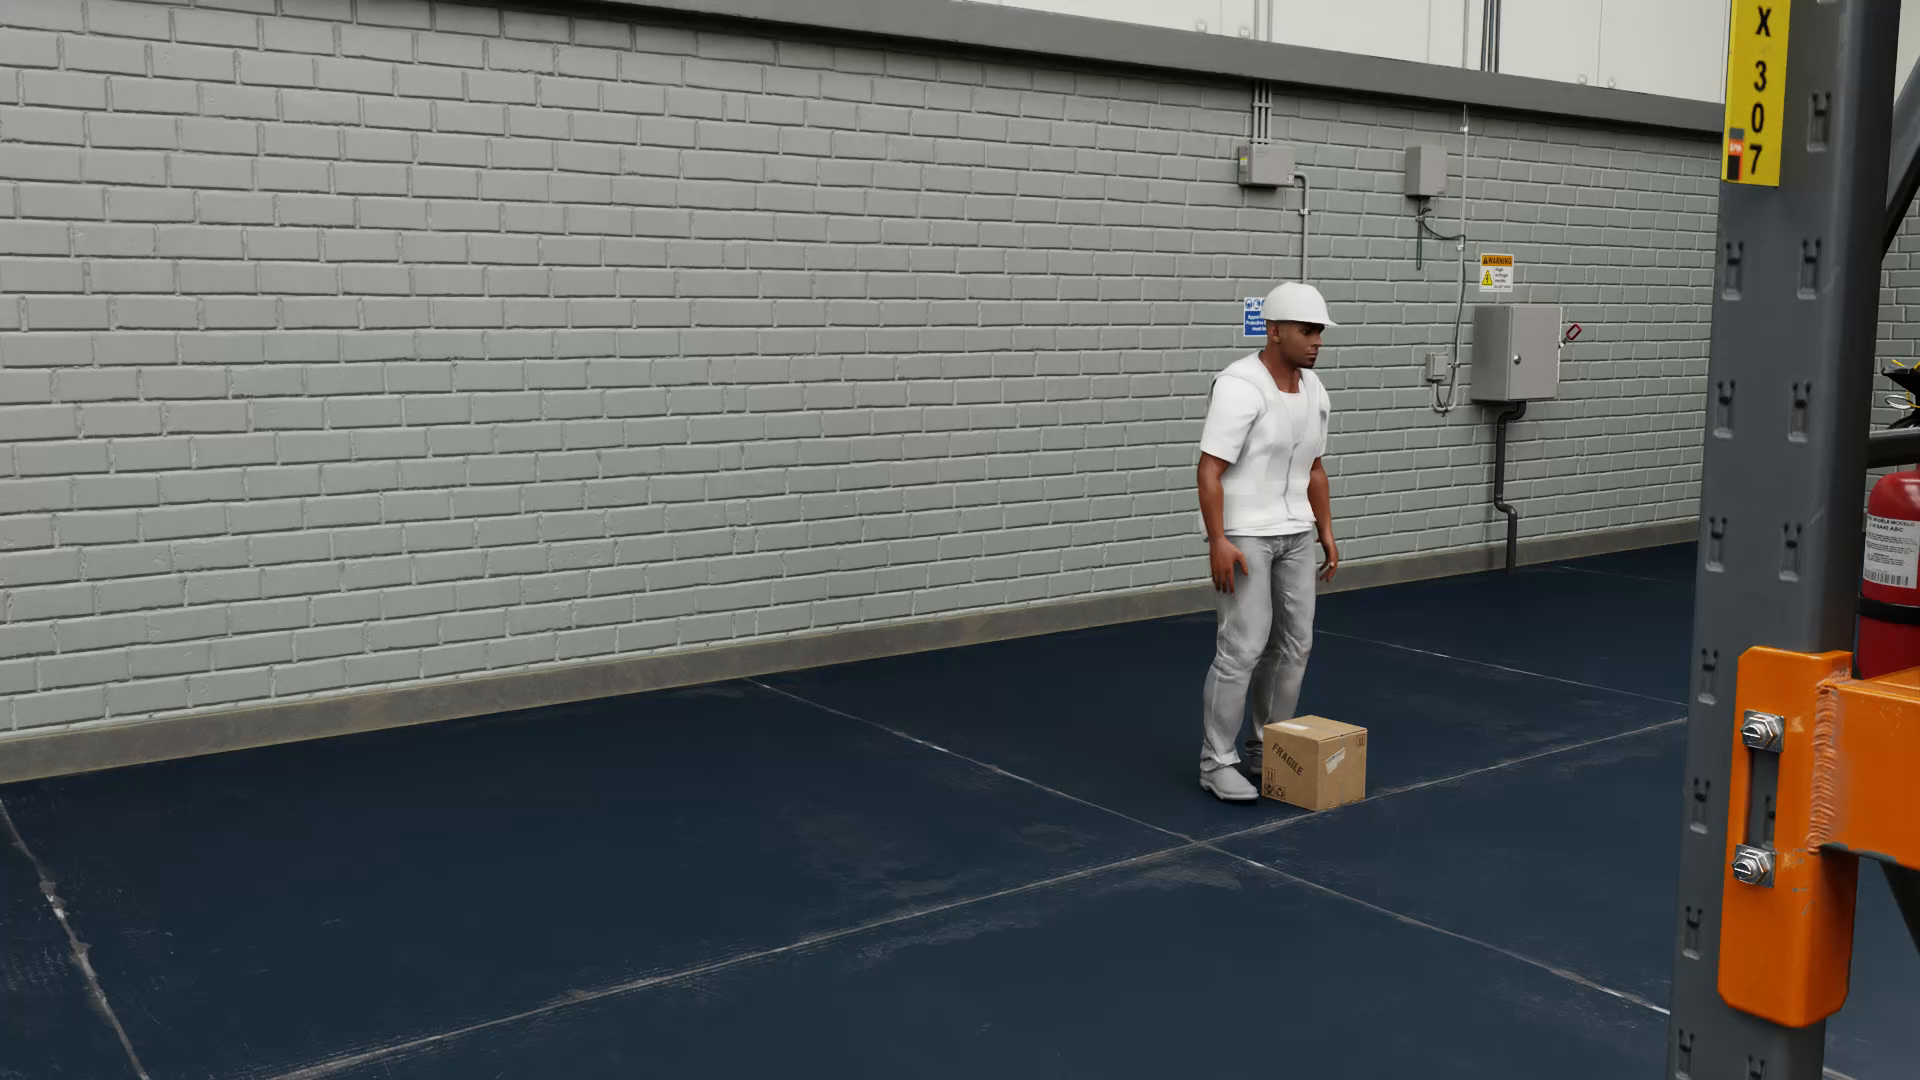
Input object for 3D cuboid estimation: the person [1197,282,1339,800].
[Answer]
[{"bbox_3d":[1.081,-0.005,5.786,0.638,1.757,0.458,-6,10,-38],"label":"person"}]
